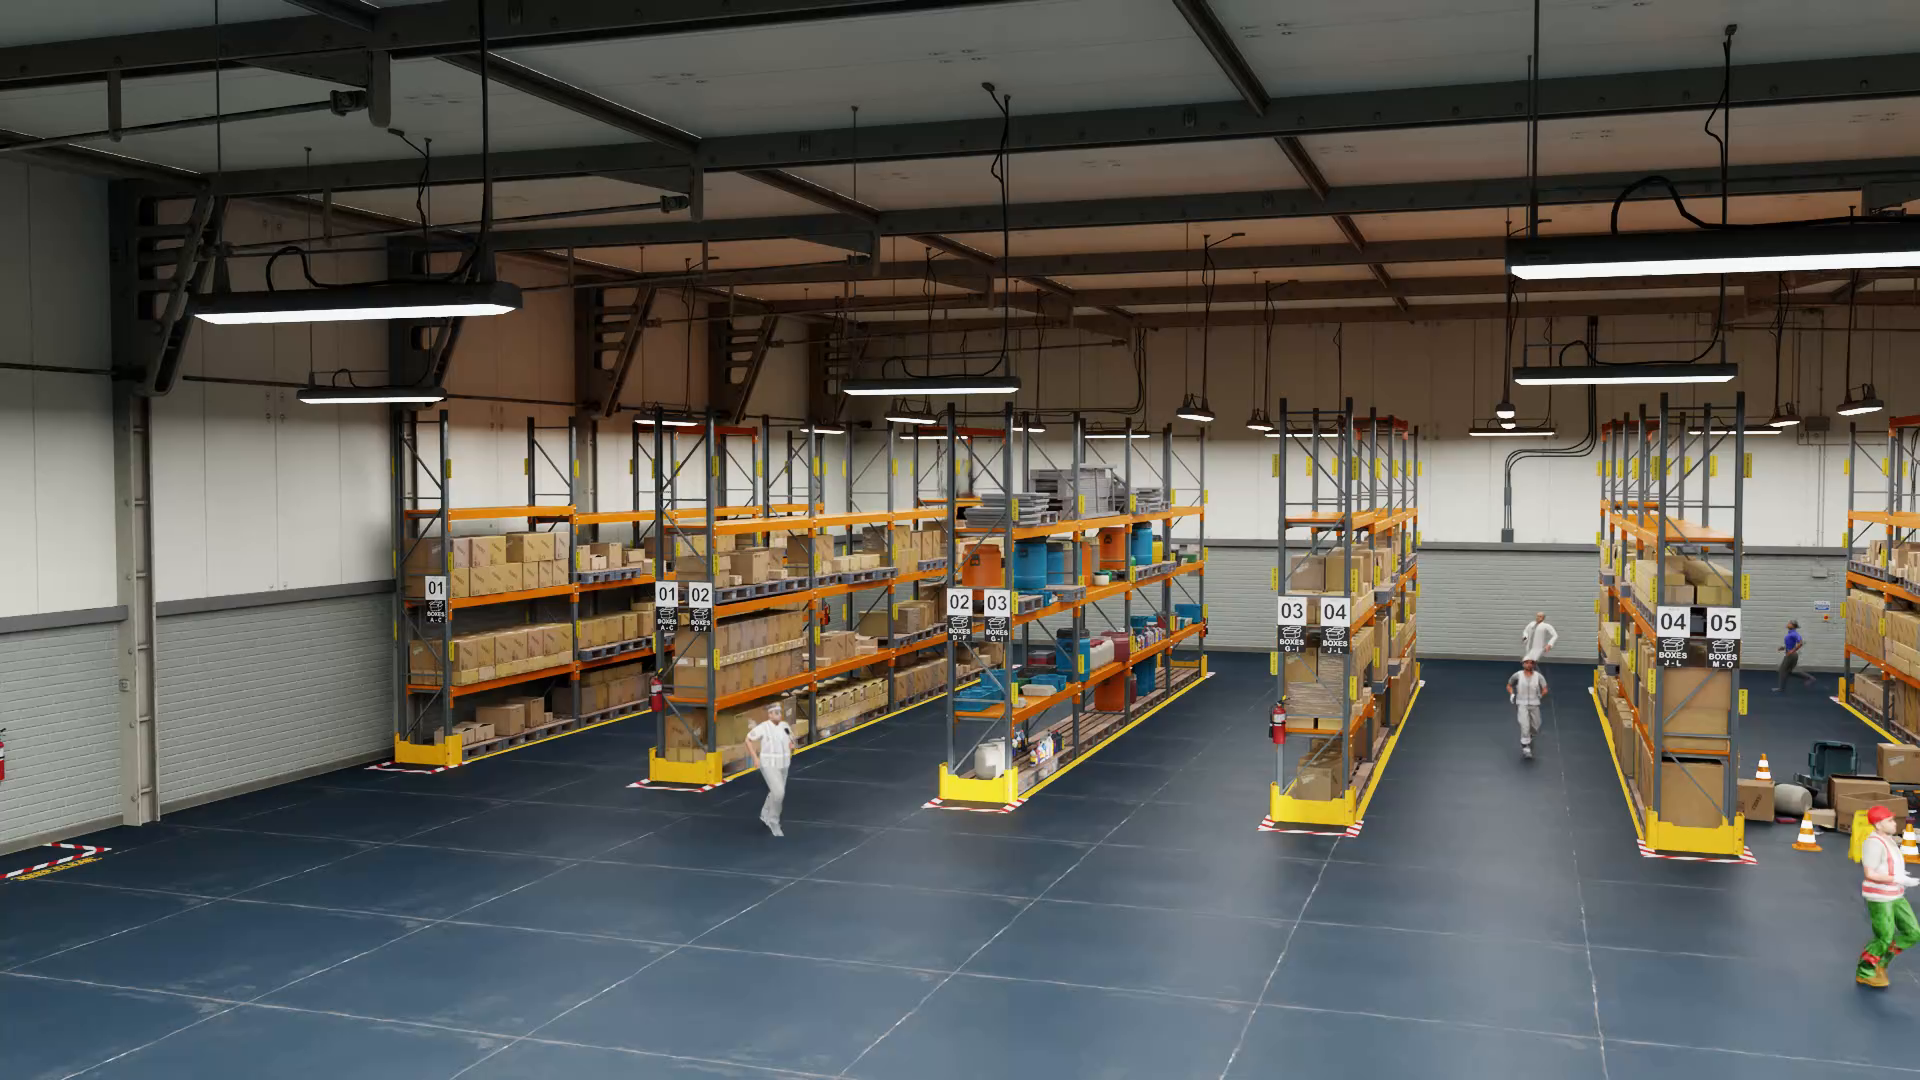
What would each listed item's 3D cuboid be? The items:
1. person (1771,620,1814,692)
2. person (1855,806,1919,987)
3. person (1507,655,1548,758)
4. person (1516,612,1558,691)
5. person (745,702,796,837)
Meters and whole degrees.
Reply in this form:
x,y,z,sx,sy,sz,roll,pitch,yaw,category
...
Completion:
x,y,z,sx,sy,sz,roll,pitch,yaw,category
18.634,2.603,37.184,0.868,1.645,0.606,1,3,25,person
8.909,3.427,15.903,0.639,1.756,0.609,-2,3,-39,person
9.869,2.883,28.917,0.668,1.759,0.856,0,2,11,person
12.975,2.507,37.492,0.934,1.789,0.767,-1,3,-27,person
-2.538,3.147,22.868,0.761,1.849,0.633,2,3,42,person
